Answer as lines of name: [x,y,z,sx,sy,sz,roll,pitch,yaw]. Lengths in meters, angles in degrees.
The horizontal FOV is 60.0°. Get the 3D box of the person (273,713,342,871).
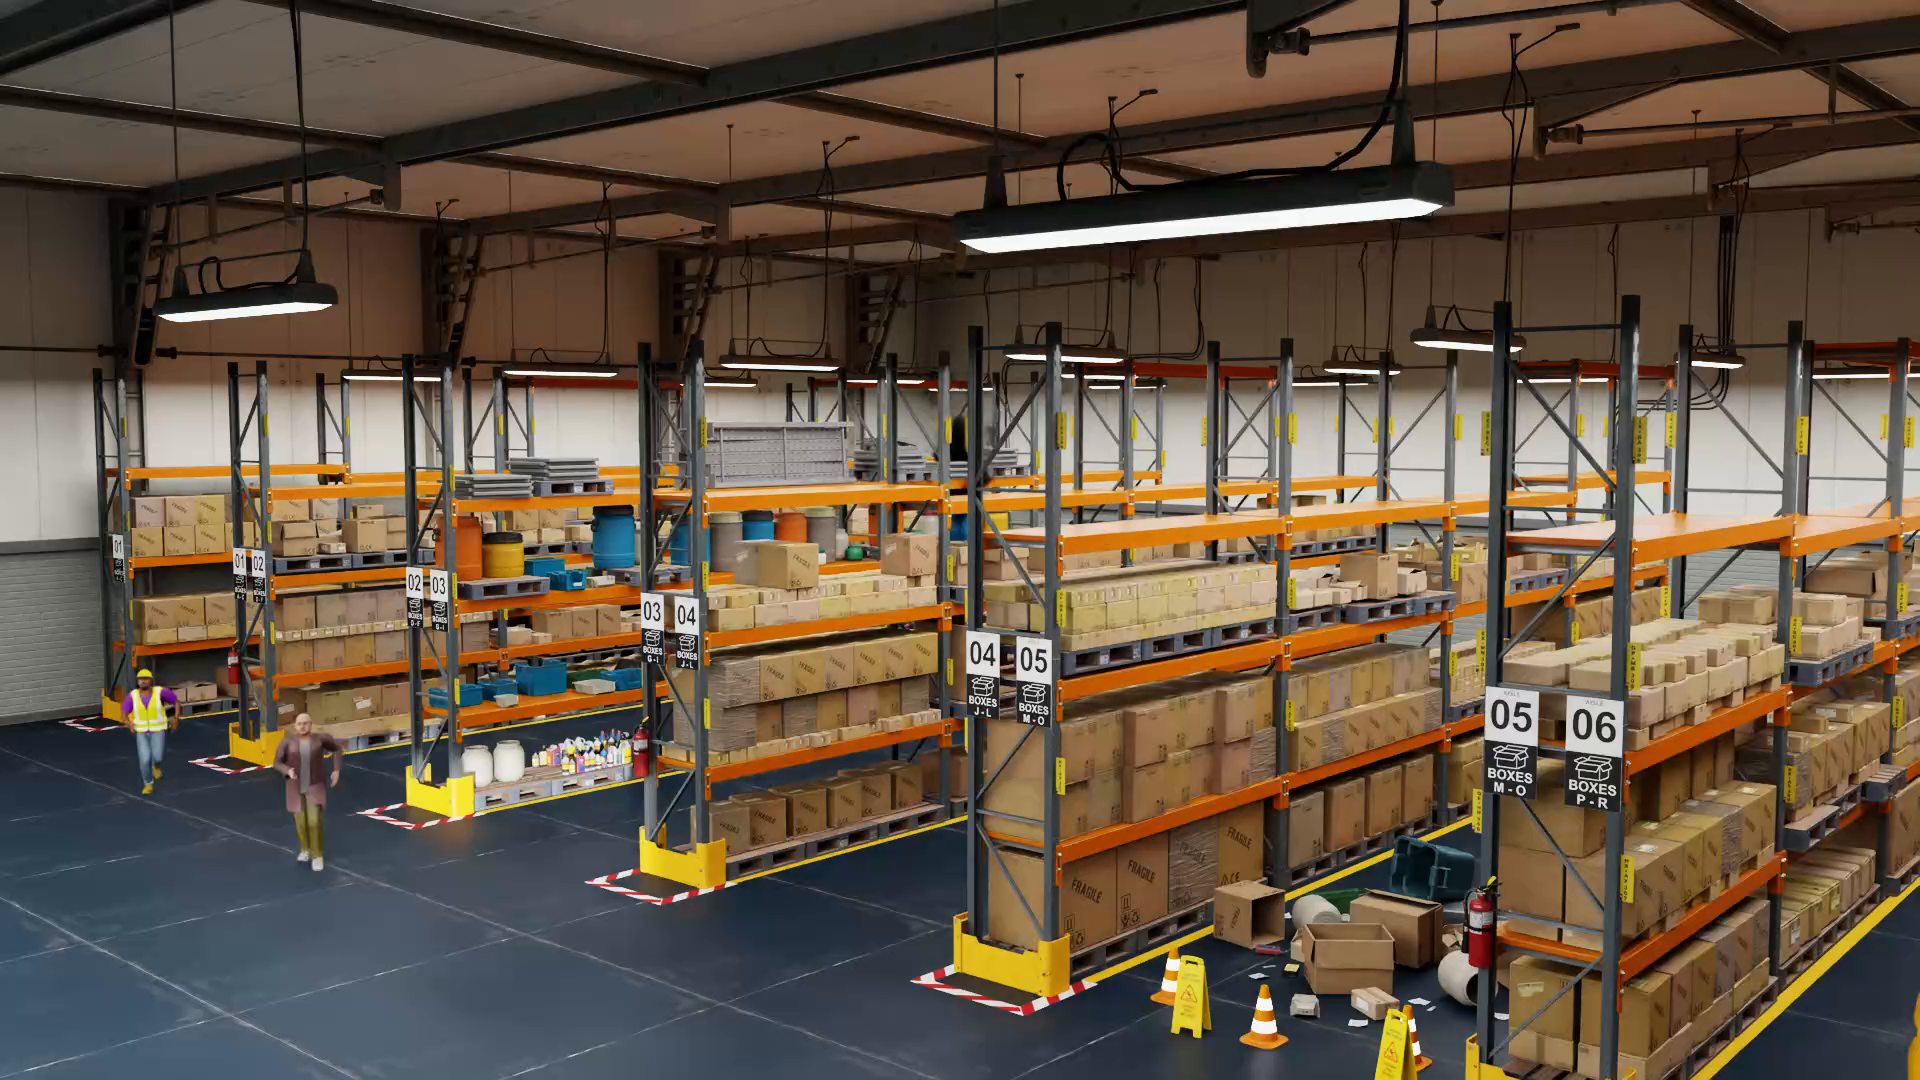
person: [-7.472,2.903,19.059,0.728,1.860,0.809,-1,4,-13]

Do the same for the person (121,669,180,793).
person: [-11.140,2.629,22.882,0.737,1.725,0.644,-2,4,-20]
